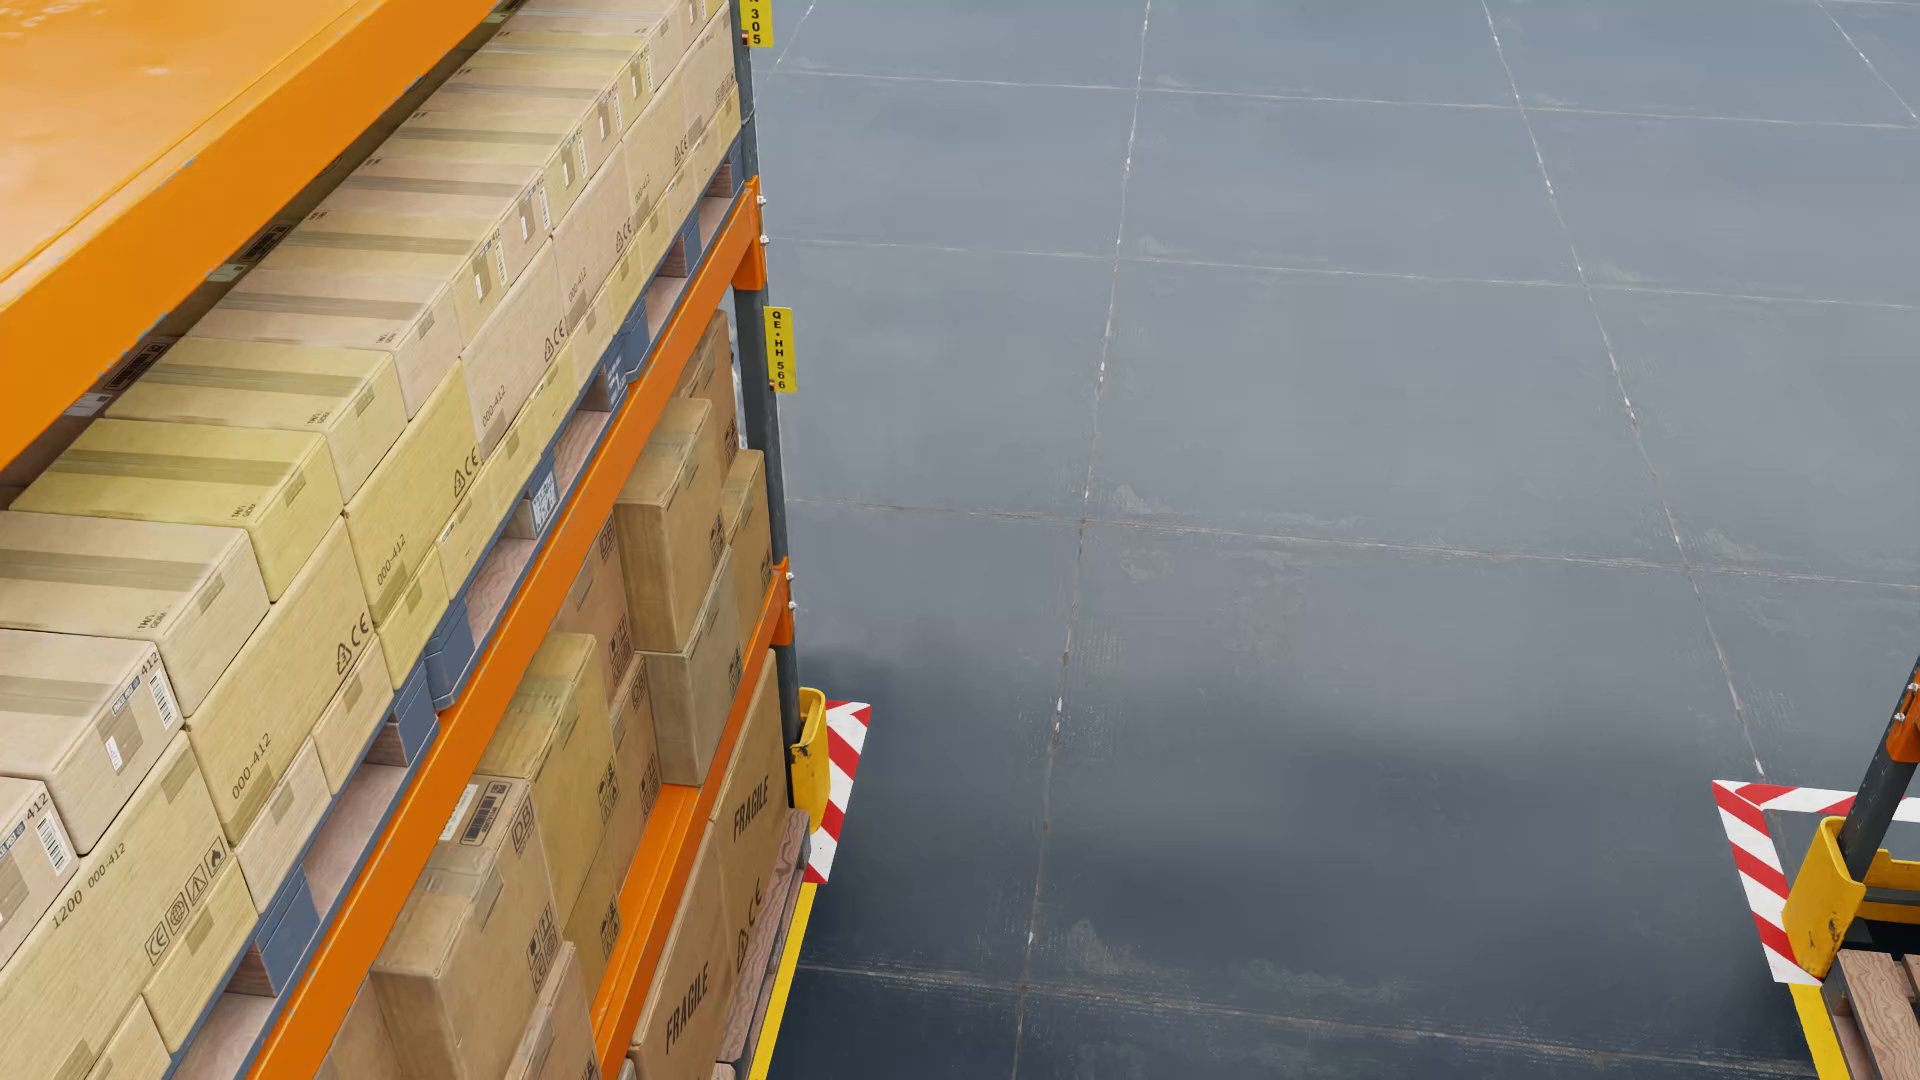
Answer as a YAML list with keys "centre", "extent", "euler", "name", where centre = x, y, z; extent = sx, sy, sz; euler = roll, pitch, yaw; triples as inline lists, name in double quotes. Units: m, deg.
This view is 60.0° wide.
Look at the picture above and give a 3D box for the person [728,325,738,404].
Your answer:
- centre: [-1.127, -0.197, 7.333]
  extent: [0.388, 1.747, 0.481]
  euler: [5, 37, 7]
  name: "person"
